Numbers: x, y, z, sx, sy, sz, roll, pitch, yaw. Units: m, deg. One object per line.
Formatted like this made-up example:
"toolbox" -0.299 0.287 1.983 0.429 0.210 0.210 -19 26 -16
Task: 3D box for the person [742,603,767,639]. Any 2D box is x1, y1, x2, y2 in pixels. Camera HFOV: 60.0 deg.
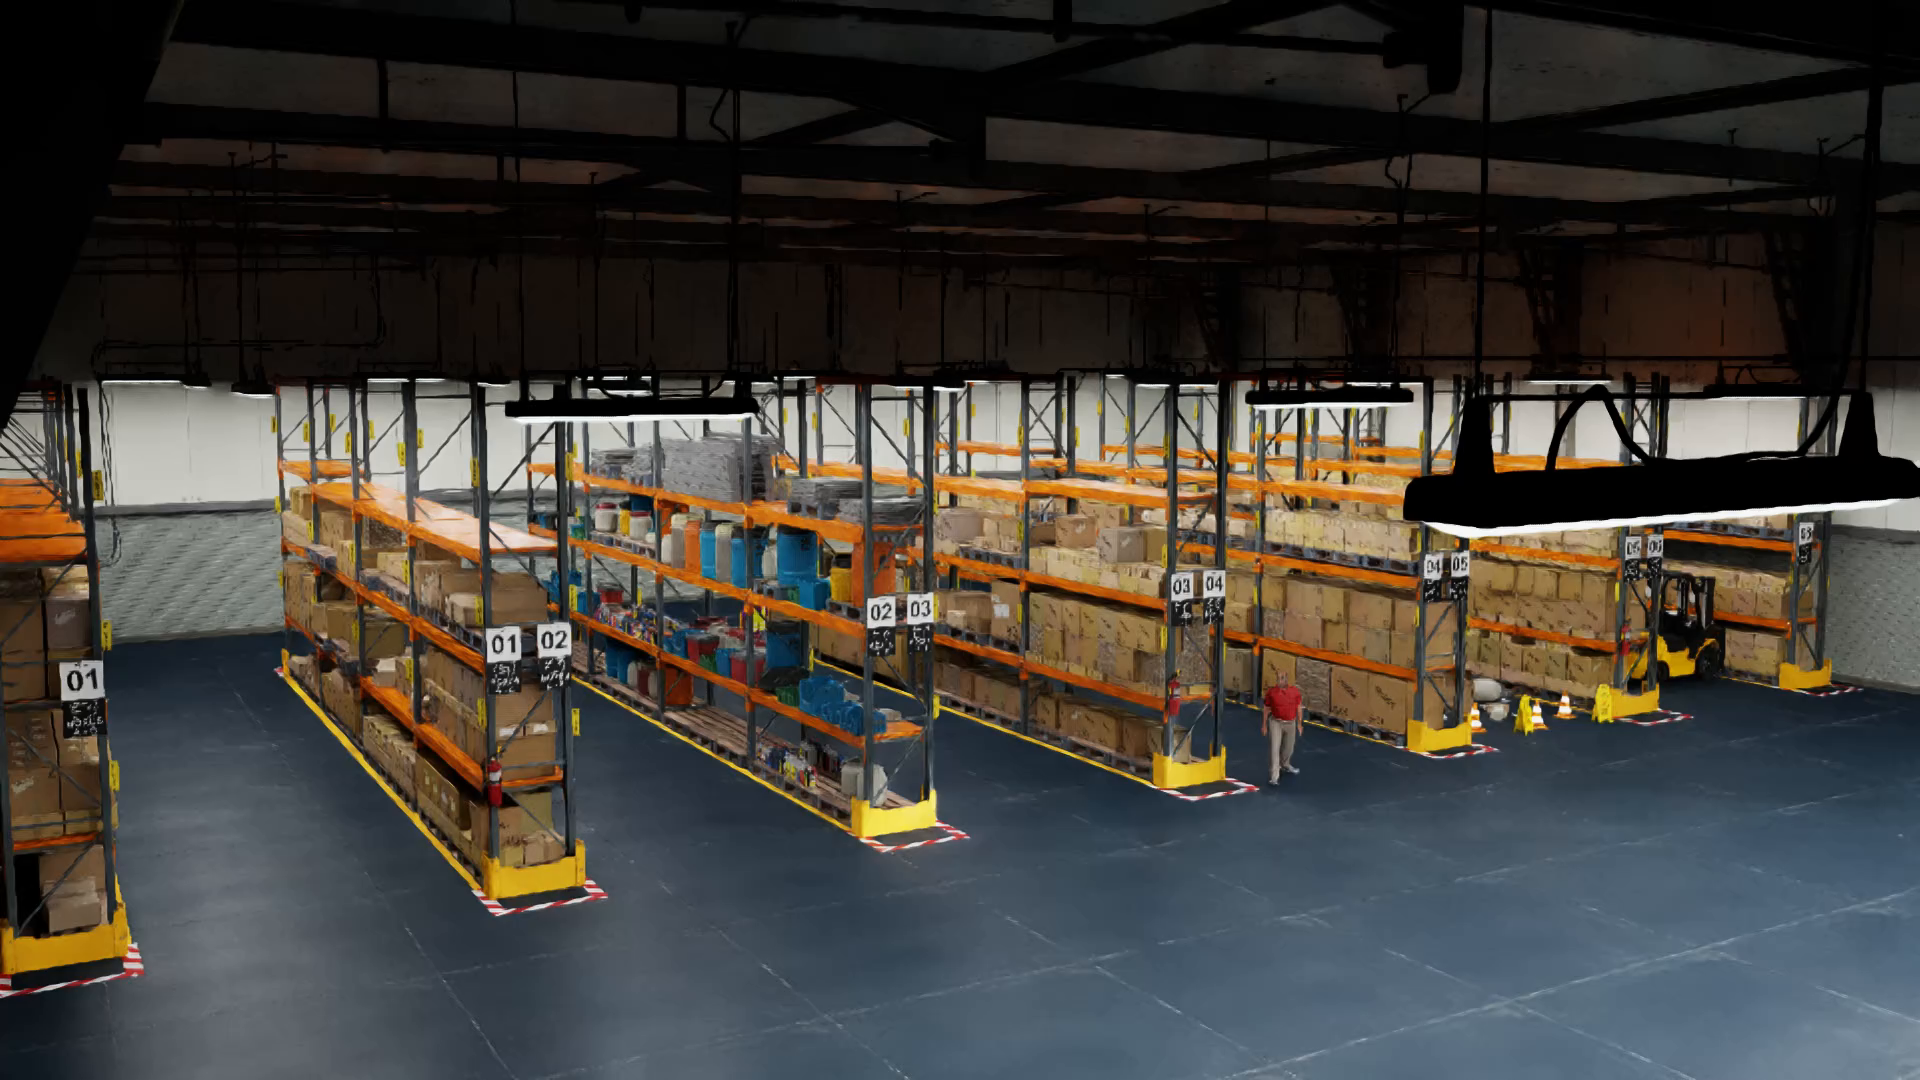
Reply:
"person" -4.125 1.806 33.627 0.577 1.687 1.121 -3 7 -28

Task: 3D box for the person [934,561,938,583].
"person" -0.687 1.265 38.687 0.564 1.664 0.667 -3 7 -27

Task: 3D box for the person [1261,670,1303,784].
"person" 4.868 2.768 24.954 0.640 1.688 0.938 -1 6 -6

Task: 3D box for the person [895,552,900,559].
"person" -1.619 0.907 41.915 0.619 1.667 0.454 4 7 33
